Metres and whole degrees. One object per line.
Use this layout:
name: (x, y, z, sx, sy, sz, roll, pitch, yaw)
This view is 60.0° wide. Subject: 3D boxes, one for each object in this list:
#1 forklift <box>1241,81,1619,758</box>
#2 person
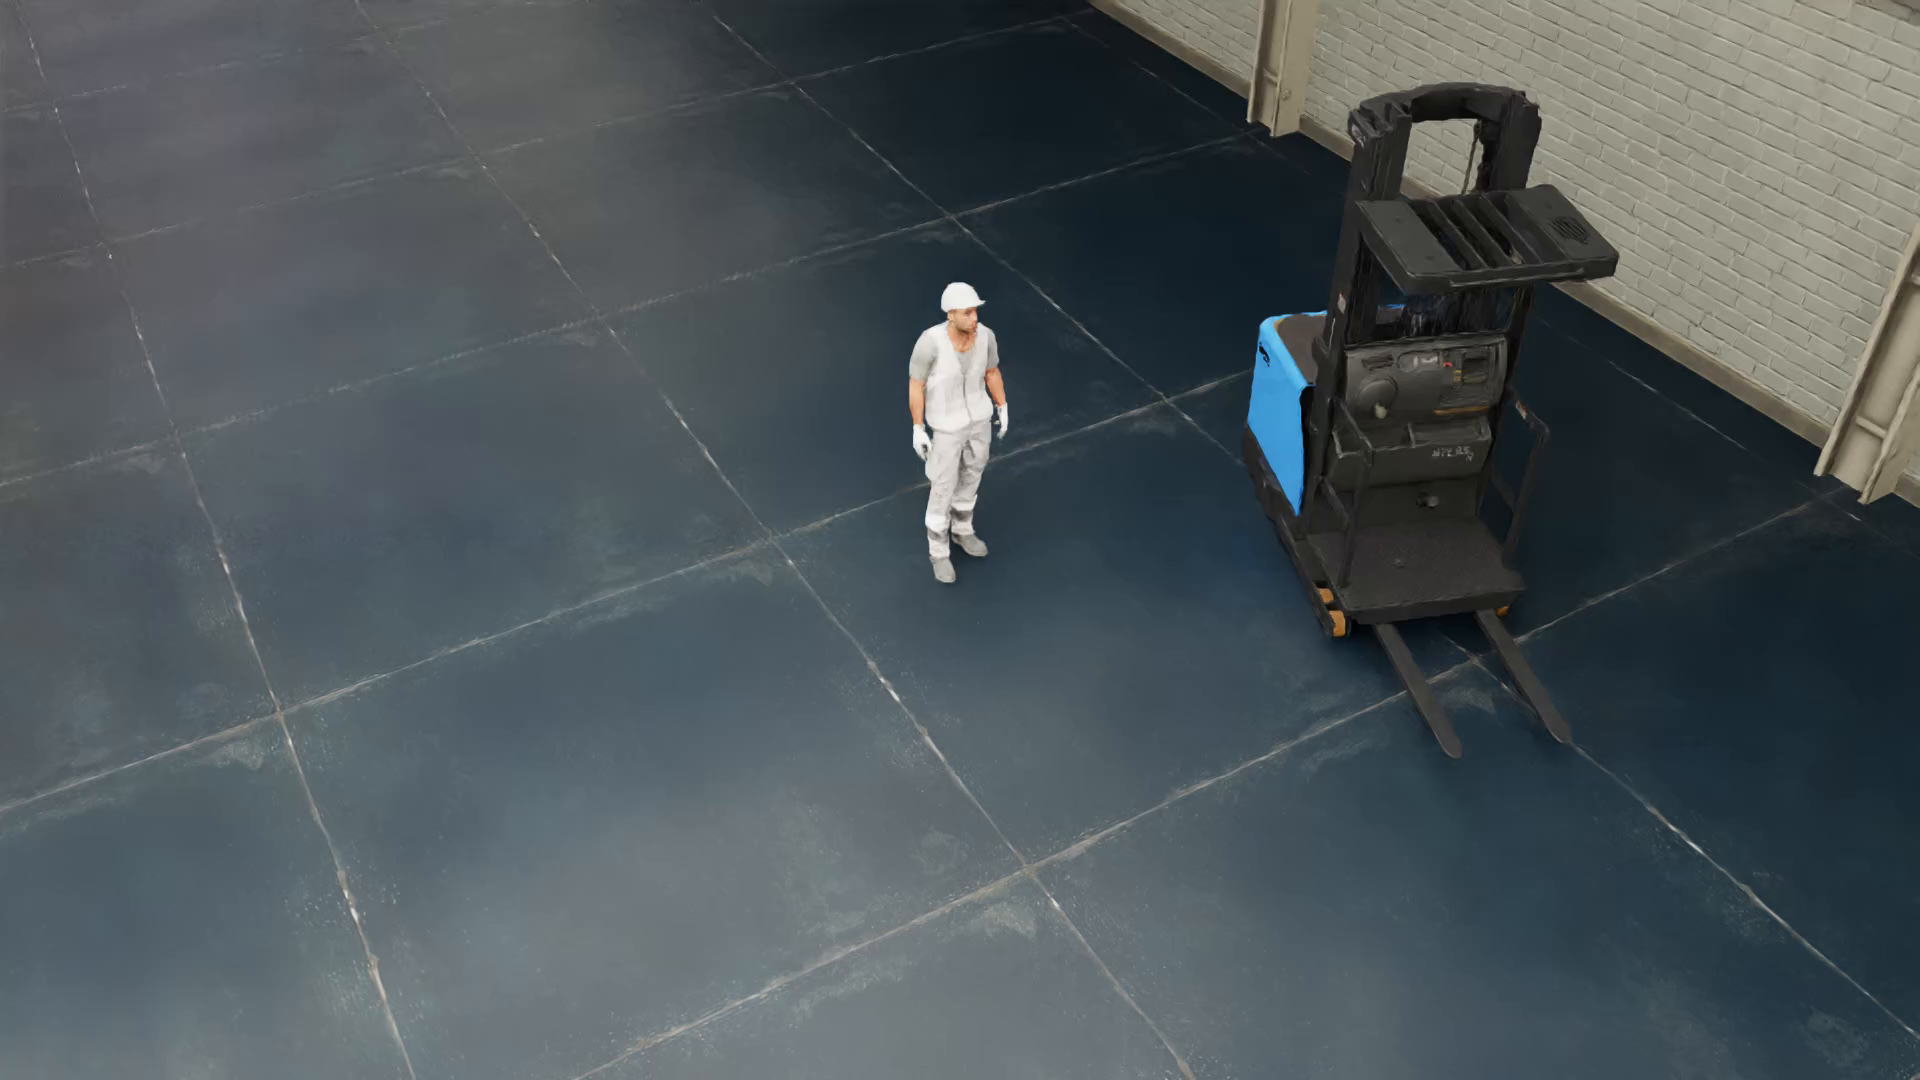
forklift: (2.612, -0.816, 9.020, 1.130, 2.935, 3.031, -7, 40, -8)
person: (0.031, -0.646, 9.699, 0.637, 1.787, 0.563, -20, 44, -23)
